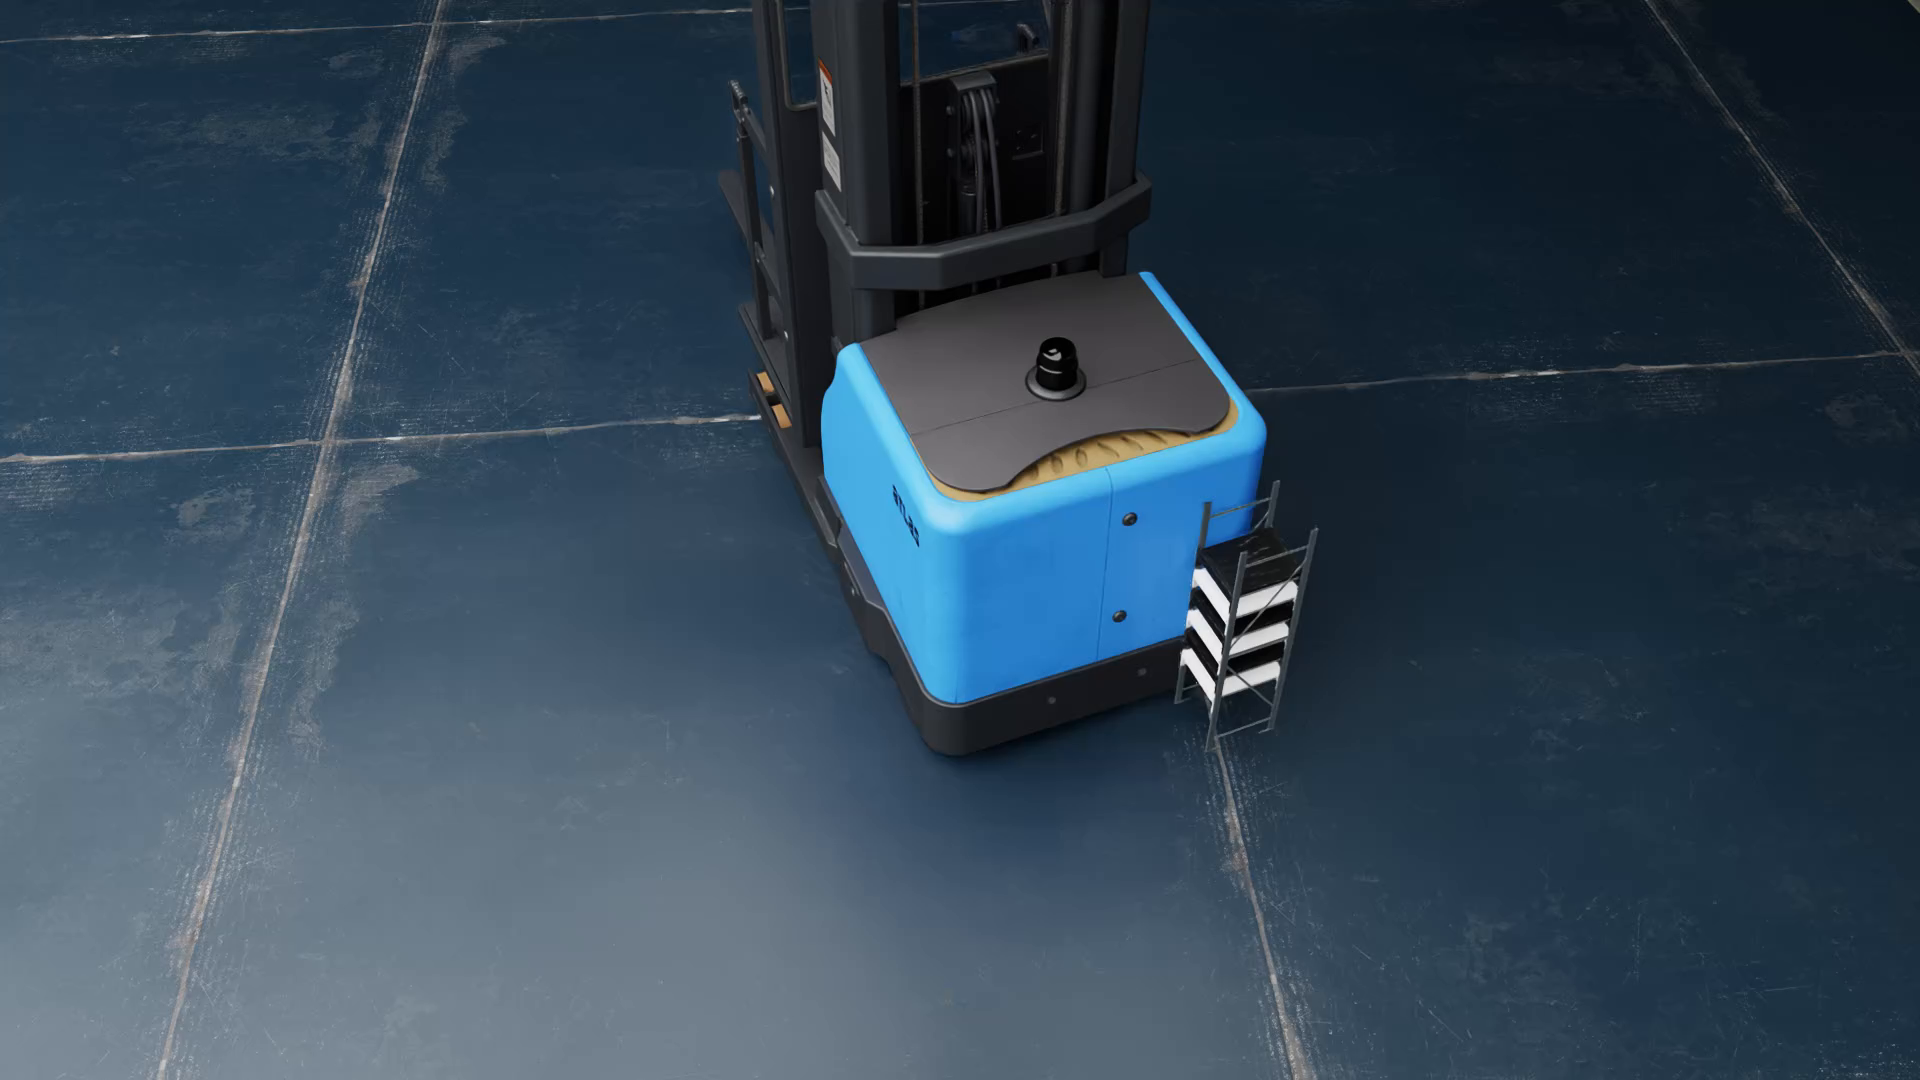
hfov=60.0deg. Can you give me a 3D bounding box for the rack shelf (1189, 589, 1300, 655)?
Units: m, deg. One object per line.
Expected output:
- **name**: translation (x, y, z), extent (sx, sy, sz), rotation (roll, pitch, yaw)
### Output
- **rack shelf**: translation (0.828, 0.205, 4.858), extent (0.258, 0.077, 0.200), rotation (-17, 49, -15)

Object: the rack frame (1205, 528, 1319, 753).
- **rack frame**: translation (0.867, 0.312, 4.835), extent (0.240, 0.900, 0.006), rotation (-17, 49, -15)

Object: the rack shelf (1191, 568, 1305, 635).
- **rack shelf**: translation (0.828, 0.143, 4.793), extent (0.258, 0.077, 0.200), rotation (-17, 49, -15)

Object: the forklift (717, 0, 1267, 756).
- **forklift**: translation (-0.138, -1.445, 5.100), extent (1.130, 2.935, 3.031), rotation (-16, 49, -15)

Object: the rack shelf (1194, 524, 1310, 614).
- **rack shelf**: translation (0.828, 0.081, 4.727), extent (0.258, 0.077, 0.200), rotation (-17, 49, -15)

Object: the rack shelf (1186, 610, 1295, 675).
- **rack shelf**: translation (0.828, 0.267, 4.923), extent (0.258, 0.077, 0.200), rotation (-17, 49, -15)

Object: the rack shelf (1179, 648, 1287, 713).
- **rack shelf**: translation (0.828, 0.391, 5.054), extent (0.258, 0.077, 0.200), rotation (-17, 49, -15)

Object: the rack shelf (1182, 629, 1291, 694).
- **rack shelf**: translation (0.828, 0.329, 4.989), extent (0.258, 0.077, 0.200), rotation (-17, 49, -15)

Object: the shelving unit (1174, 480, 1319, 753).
- **shelving unit**: translation (0.828, 0.244, 4.899), extent (0.258, 0.900, 0.210), rotation (-17, 49, -15)

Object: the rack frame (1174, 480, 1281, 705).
- **rack frame**: translation (0.789, 0.176, 4.964), extent (0.240, 0.900, 0.006), rotation (-17, 49, -15)
